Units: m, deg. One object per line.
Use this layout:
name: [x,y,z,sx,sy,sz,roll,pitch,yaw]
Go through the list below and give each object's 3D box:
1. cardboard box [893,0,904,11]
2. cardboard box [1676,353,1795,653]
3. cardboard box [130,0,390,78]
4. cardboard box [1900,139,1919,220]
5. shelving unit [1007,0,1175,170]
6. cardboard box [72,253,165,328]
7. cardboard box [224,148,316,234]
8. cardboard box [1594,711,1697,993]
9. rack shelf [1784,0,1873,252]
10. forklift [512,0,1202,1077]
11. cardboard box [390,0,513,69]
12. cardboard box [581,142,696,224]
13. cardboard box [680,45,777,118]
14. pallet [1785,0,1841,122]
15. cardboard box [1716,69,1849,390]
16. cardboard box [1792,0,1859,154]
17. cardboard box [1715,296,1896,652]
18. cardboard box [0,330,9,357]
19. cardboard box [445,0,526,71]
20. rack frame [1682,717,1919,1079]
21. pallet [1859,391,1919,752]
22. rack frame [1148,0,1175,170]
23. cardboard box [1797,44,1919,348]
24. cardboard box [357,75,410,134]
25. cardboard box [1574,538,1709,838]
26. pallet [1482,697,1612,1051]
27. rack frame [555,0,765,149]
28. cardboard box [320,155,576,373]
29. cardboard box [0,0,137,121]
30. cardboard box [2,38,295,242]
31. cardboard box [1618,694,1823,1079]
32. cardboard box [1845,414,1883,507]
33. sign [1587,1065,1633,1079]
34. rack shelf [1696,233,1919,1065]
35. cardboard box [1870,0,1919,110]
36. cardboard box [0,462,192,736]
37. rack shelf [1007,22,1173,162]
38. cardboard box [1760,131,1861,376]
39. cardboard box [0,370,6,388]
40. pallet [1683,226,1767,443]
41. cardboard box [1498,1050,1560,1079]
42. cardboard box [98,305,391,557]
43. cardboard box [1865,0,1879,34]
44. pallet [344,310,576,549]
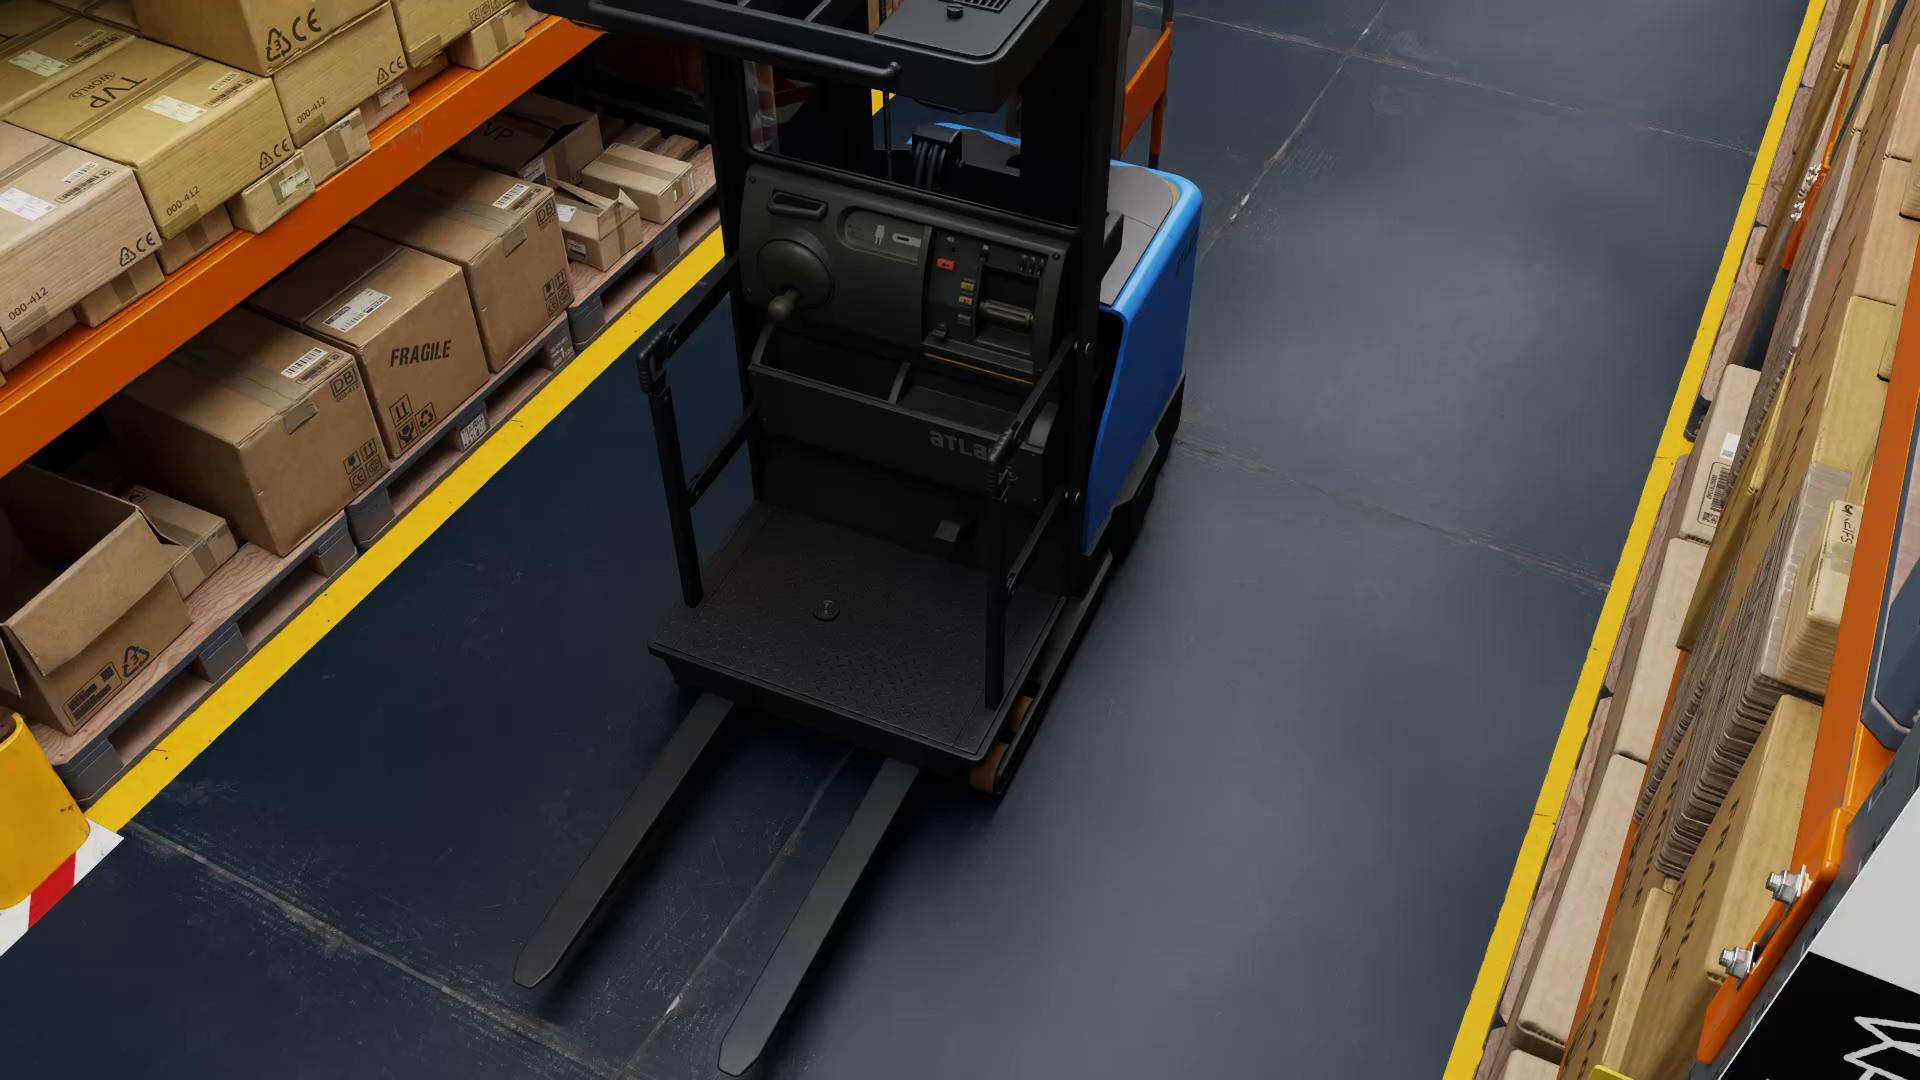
cardboard box: [-0.417,-2.913,7.982,0.500,0.500,0.500,19,48,18]
cardboard box: [1.921,0.000,3.571,0.500,0.500,0.500,22,49,20]
cardboard box: [-2.026,-1.699,4.690,0.500,0.500,0.500,22,49,20]
cardboard box: [1.984,-0.674,3.077,0.380,0.149,0.250,21,49,19]
shelving unit: [0.443,-1.499,5.755,0.431,2.100,0.503,17,48,16]
cardboard box: [-2.436,-0.762,4.570,0.380,0.149,0.250,22,49,20]
cardboard box: [-2.134,-1.065,4.871,0.380,0.149,0.250,19,48,18]
cardboard box: [1.463,0.657,2.921,0.500,0.500,0.500,19,48,18]
rack shelf: [4.012,-2.132,6.254,1.077,0.370,4.000,20,49,19]
forklift: [-0.250,-0.623,4.305,1.130,2.935,3.031,17,48,16]
cardboard box: [-1.797,-1.782,5.299,0.500,0.250,0.500,20,49,19]
cardboard box: [-1.313,-1.459,6.793,0.380,0.149,0.250,19,48,18]
cardboard box: [-0.891,-2.261,7.338,0.500,0.500,0.500,22,49,21]
pallet: [4.508,-2.193,7.769,1.003,0.211,1.213,20,49,19]
cardboard box: [3.301,-0.943,5.772,0.875,0.875,0.875,22,49,20]
cardboard box: [4.129,-2.078,6.893,0.875,0.875,0.875,21,49,20]
cardboard box: [1.689,-0.024,2.891,0.500,0.500,0.500,20,49,19]
cardboard box: [-2.722,-0.491,4.022,0.500,0.250,0.500,21,49,19]
cardboard box: [-1.679,-1.720,5.517,0.380,0.149,0.250,20,49,18]
rack frame: [1.227,1.395,2.263,1.000,3.000,0.127,20,49,19]
pallet: [1.562,-0.100,1.693,1.003,0.211,1.213,20,49,19]
rack frame: [0.541,-1.658,5.912,0.400,2.100,0.015,17,48,16]
cardboard box: [2.160,-0.657,3.517,0.500,0.500,0.500,21,49,20]
cardboard box: [-1.971,-1.423,5.224,0.380,0.149,0.250,20,49,19]
cardboard box: [2.282,0.552,4.602,0.875,0.438,0.875,19,48,18]
pallet: [2.096,1.080,4.535,1.003,0.211,1.213,20,49,19]
rack frame: [-1.314,-2.762,6.371,1.000,3.000,0.127,20,49,19]
cardboard box: [-1.890,-1.045,6.136,0.700,0.500,0.500,19,48,18]
cardboard box: [-2.718,-1.306,4.828,0.500,0.250,0.500,22,49,20]
cardboard box: [-2.256,-1.129,4.653,0.500,0.250,0.500,20,49,18]
cardboard box: [1.240,0.626,2.249,0.500,0.500,0.500,22,49,20]
cardboard box: [1.511,-0.016,2.427,0.380,0.149,0.250,22,49,20]
sign: [0.753,0.716,1.952,0.100,0.325,0.005,20,49,19]
rack shelf: [2.155,-0.667,2.697,1.077,0.370,4.000,20,49,19]
cardboard box: [2.648,-1.292,4.145,0.500,0.500,0.500,21,49,19]
cardboard box: [-2.803,0.134,4.969,0.797,0.503,0.637,19,48,18]
rack shelf: [0.443,-1.489,5.765,0.431,0.518,0.480,17,48,16]
cardboard box: [2.397,-0.636,4.199,0.500,0.500,0.500,21,49,19]
cardboard box: [-2.699,-0.446,4.258,0.380,0.149,0.250,22,49,20]
pallet: [3.375,-0.656,6.250,1.003,0.211,1.213,20,49,19]
cardboard box: [1.445,1.699,3.468,0.875,0.438,0.875,19,48,18]
cardboard box: [-2.372,-0.391,5.489,0.700,0.500,0.500,22,49,21]
cardboard box: [3.306,-1.759,5.485,0.500,0.250,0.500,20,49,19]
pallet: [-2.199,-0.578,6.173,1.003,0.211,1.213,20,49,19]
